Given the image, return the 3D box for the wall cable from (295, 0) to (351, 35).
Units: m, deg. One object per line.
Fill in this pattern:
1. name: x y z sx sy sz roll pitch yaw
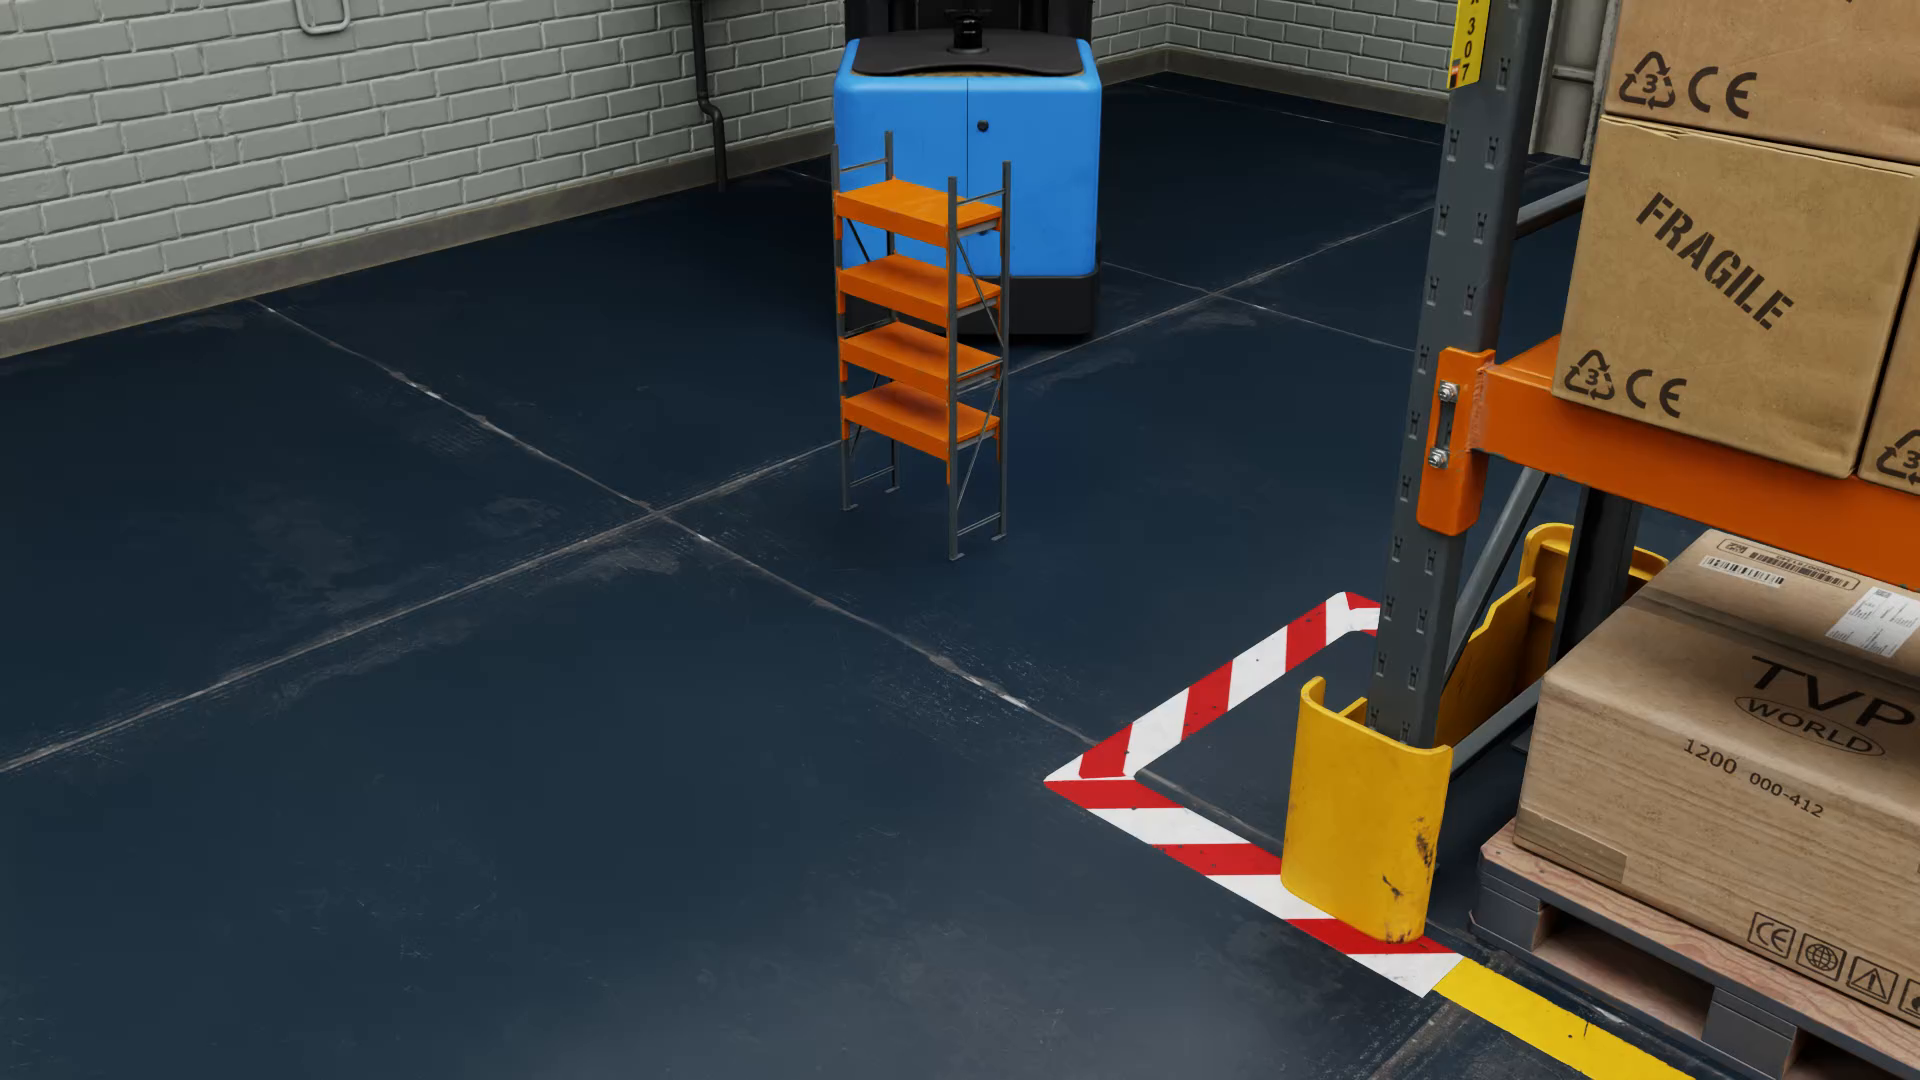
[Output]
1. wall cable: -2.786 -2.979 6.568 0.123 1.953 0.585 25 36 38

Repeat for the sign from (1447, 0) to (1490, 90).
1. sign: 0.857 -0.920 2.761 0.005 0.325 0.100 25 36 38

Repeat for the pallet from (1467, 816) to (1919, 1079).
1. pallet: 1.876 0.786 3.529 1.213 0.211 1.003 25 36 38

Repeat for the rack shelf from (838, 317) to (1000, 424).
1. rack shelf: -0.118 -0.526 5.105 0.480 0.148 0.258 25 36 38

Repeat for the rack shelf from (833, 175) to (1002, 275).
1. rack shelf: -0.118 -0.933 4.891 0.480 0.148 0.258 25 36 38

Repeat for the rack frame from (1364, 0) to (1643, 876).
1. rack frame: 1.251 -0.684 3.327 0.127 3.000 1.000 25 36 38

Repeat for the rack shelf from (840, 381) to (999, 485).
1. rack shelf: -0.118 -0.350 5.197 0.480 0.148 0.258 25 36 38

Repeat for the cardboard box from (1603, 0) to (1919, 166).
1. cardboard box: 1.393 -0.919 2.594 0.500 0.500 0.500 24 36 37

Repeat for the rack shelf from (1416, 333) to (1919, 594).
1. rack shelf: 2.677 0.287 2.254 4.000 0.370 1.077 25 36 38

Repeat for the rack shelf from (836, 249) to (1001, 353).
1. rack shelf: -0.118 -0.724 5.001 0.480 0.148 0.258 25 36 38

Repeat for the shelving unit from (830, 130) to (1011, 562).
1. shelving unit: -0.118 -0.585 5.073 0.503 1.200 0.258 25 36 38

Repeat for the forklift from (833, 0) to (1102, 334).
1. forklift: 0.038 -2.762 7.353 1.130 2.935 3.031 0 28 0

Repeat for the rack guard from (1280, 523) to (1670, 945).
1. rack guard: 1.234 0.415 3.924 0.348 0.500 1.175 25 36 38

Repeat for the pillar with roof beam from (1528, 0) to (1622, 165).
1. pillar with roof beam: 0.419 -4.738 4.591 0.400 9.000 9.100 25 36 38

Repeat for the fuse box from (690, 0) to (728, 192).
1. fuse box: -1.210 -2.595 8.347 0.414 1.711 0.539 25 36 38

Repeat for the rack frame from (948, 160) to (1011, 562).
1. rack frame: 0.056 -0.505 4.922 0.015 1.200 0.240 25 36 38

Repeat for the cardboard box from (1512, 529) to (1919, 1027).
1. cardboard box: 1.791 0.447 3.479 0.875 0.438 0.875 23 36 37

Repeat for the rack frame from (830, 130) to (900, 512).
1. rack frame: -0.292 -0.665 5.225 0.015 1.200 0.240 25 36 38

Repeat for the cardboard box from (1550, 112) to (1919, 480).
1. cardboard box: 1.392 -0.476 2.825 0.500 0.500 0.500 24 36 38

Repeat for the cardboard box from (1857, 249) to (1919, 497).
1. cardboard box: 1.772 -0.320 2.529 0.500 0.500 0.500 24 36 38
